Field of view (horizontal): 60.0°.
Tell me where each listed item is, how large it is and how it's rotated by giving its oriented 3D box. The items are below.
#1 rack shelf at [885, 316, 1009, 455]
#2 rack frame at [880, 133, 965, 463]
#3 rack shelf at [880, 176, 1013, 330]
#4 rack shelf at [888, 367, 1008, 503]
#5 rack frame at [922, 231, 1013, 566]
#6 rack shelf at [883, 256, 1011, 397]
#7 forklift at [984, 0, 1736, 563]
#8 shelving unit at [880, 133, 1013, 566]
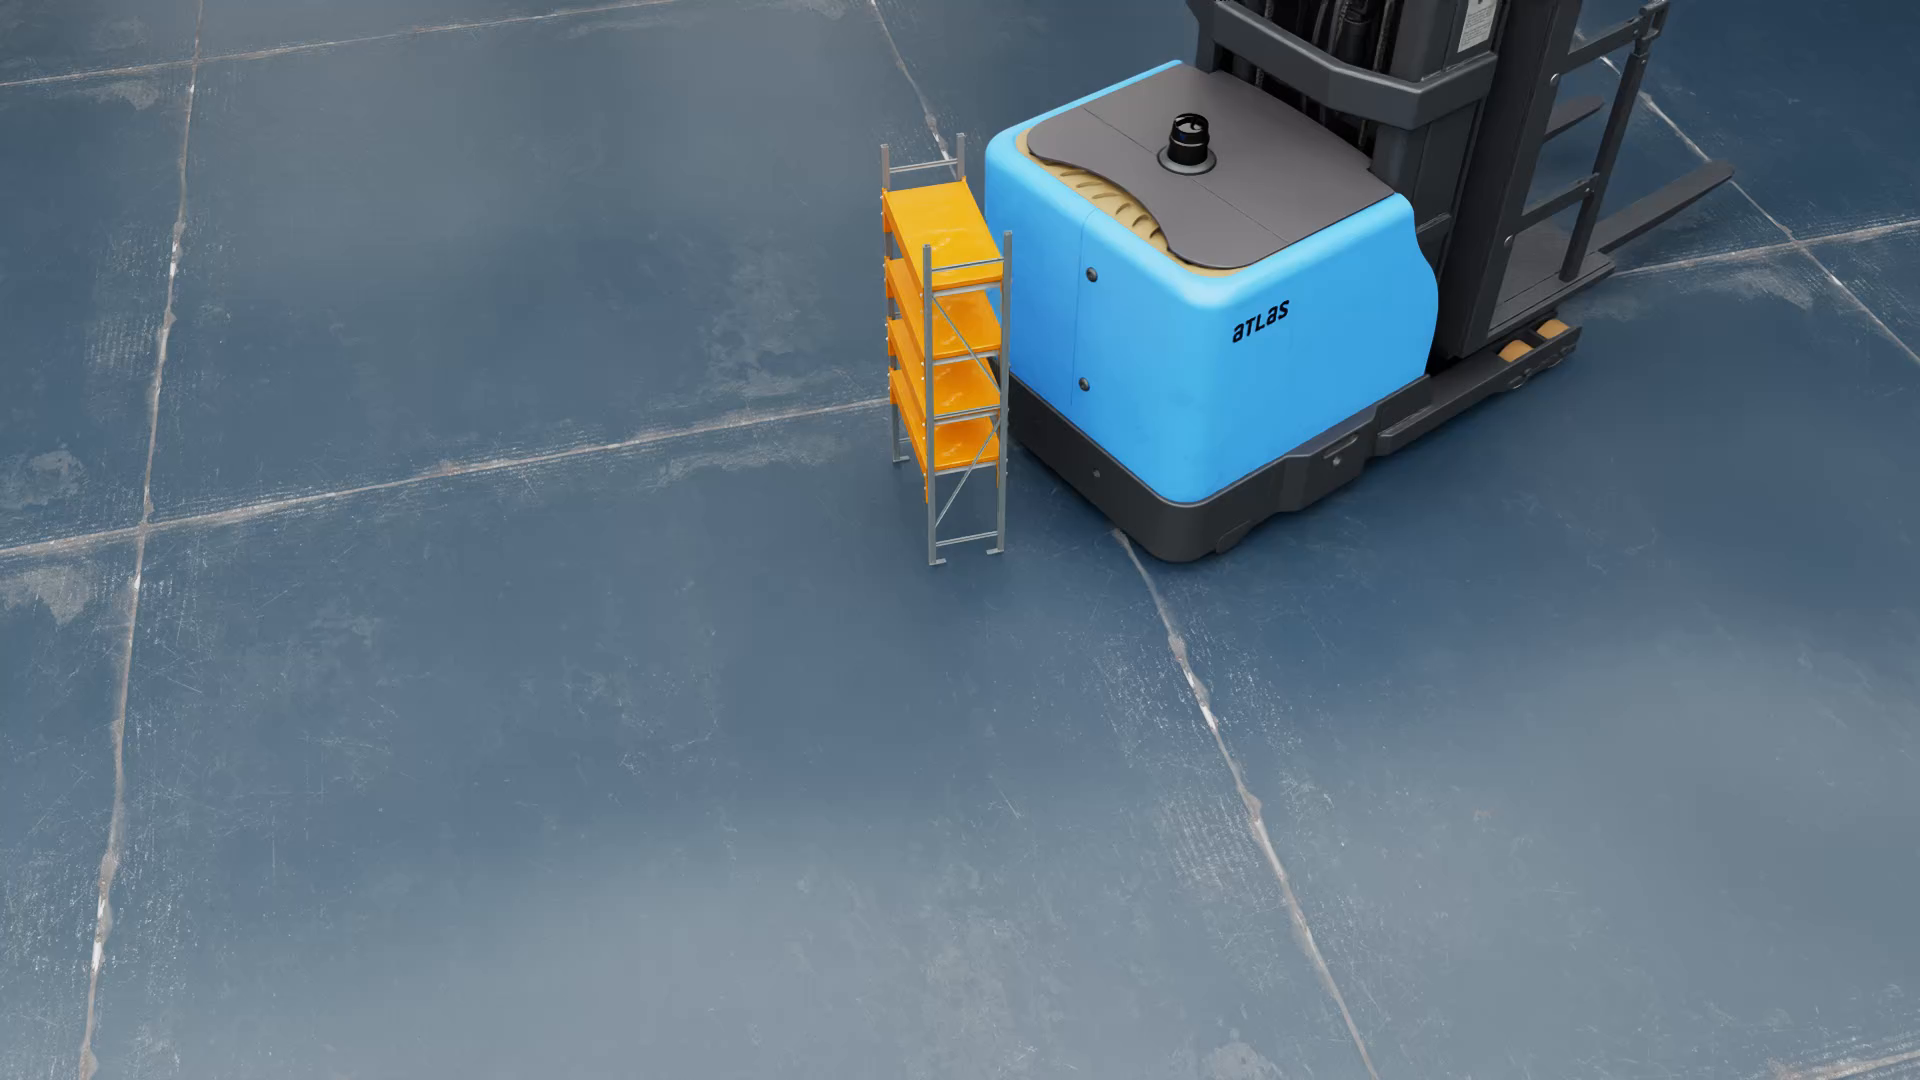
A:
[{"bbox_3d":[-0.042,-0.487,4.982,0.258,0.148,0.480,-11,47,-10],"label":"rack shelf"},{"bbox_3d":[-0.105,-0.703,5.099,0.240,1.200,0.015,-11,47,-10],"label":"rack frame"},{"bbox_3d":[-0.042,-0.809,4.653,0.258,0.148,0.480,-11,47,-10],"label":"rack shelf"},{"bbox_3d":[-0.042,-0.348,5.123,0.258,0.148,0.480,-11,47,-10],"label":"rack shelf"},{"bbox_3d":[0.020,-0.366,4.768,0.240,1.200,0.015,-11,47,-10],"label":"rack frame"},{"bbox_3d":[-0.042,-0.644,4.822,0.258,0.148,0.480,-11,47,-10],"label":"rack shelf"},{"bbox_3d":[1.543,-1.825,4.986,3.031,2.935,1.130,-28,52,-25],"label":"forklift"},{"bbox_3d":[-0.042,-0.534,4.933,0.258,1.200,0.503,-11,47,-10],"label":"shelving unit"}]
